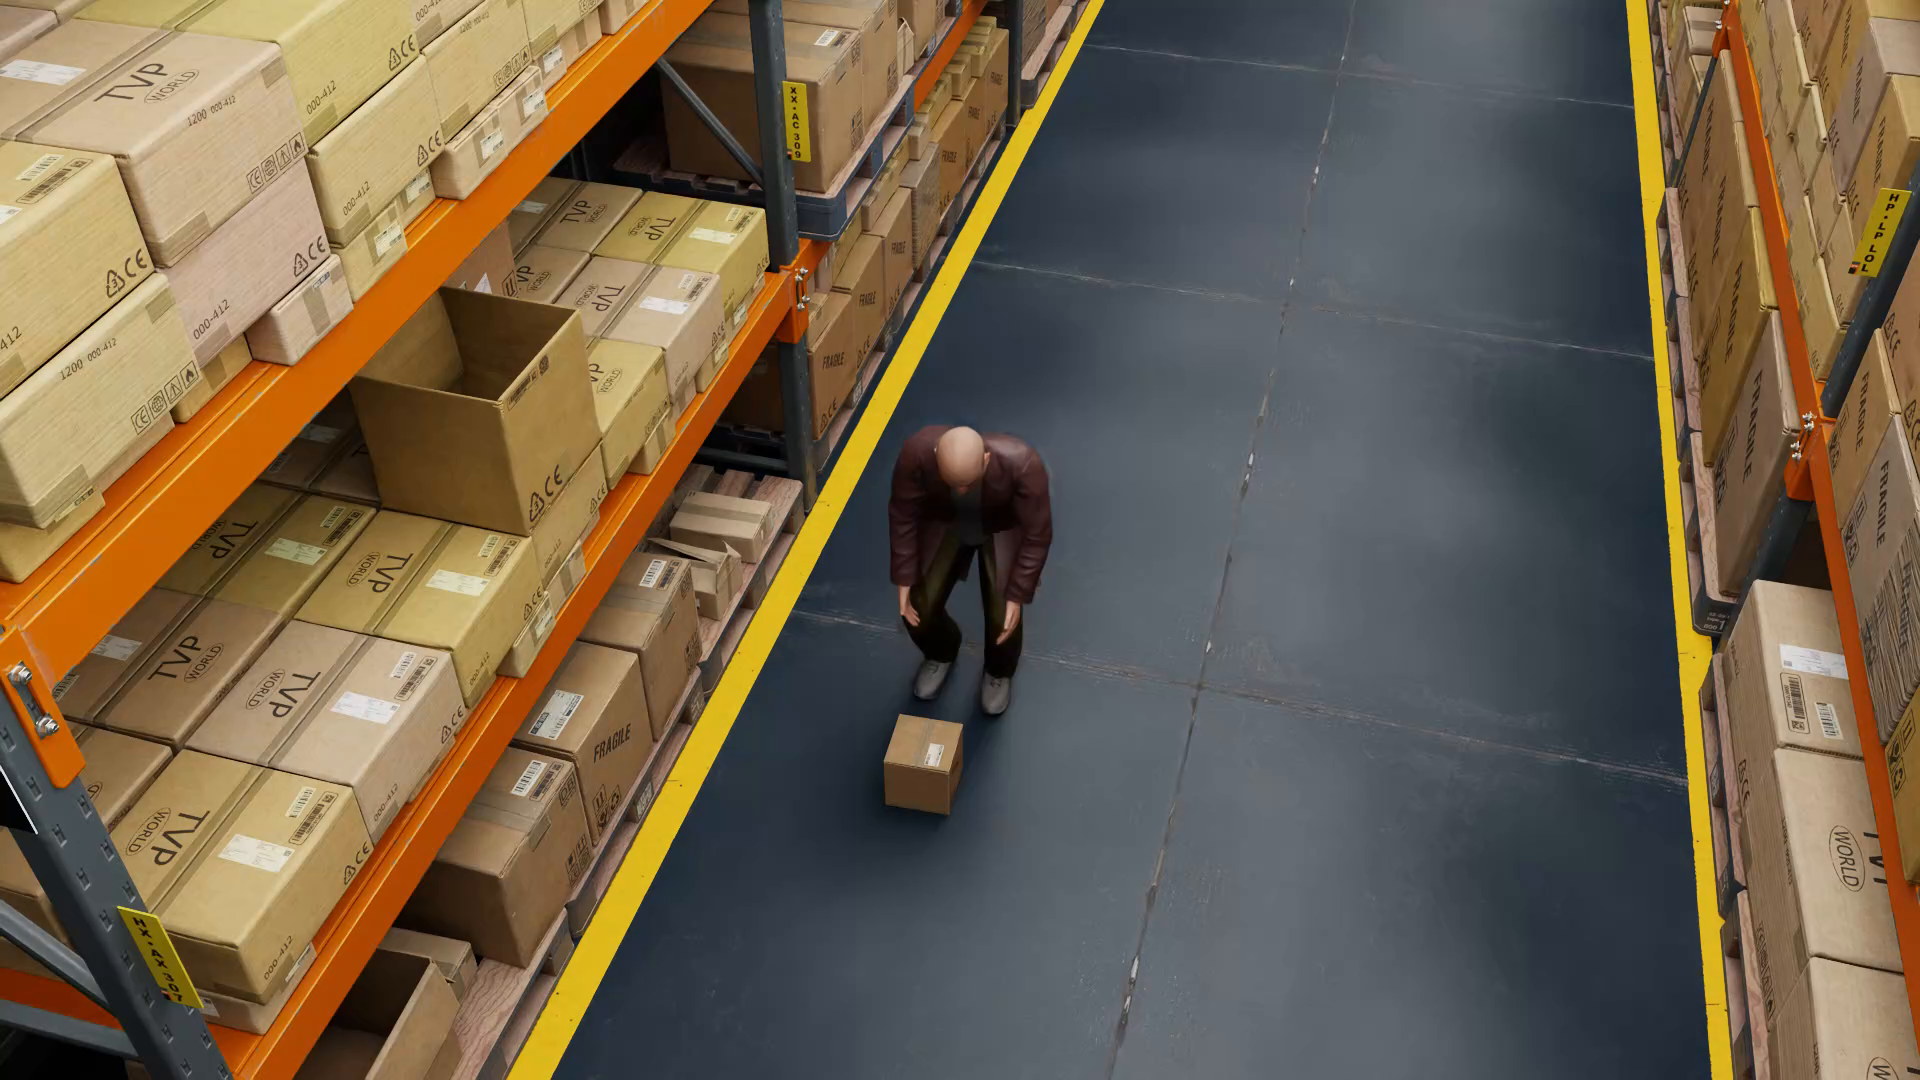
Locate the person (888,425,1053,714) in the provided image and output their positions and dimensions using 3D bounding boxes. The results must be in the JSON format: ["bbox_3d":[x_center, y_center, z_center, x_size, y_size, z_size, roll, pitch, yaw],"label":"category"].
[{"bbox_3d":[0.057,0.046,6.352,0.630,1.476,0.681,11,42,12],"label":"person"}]
